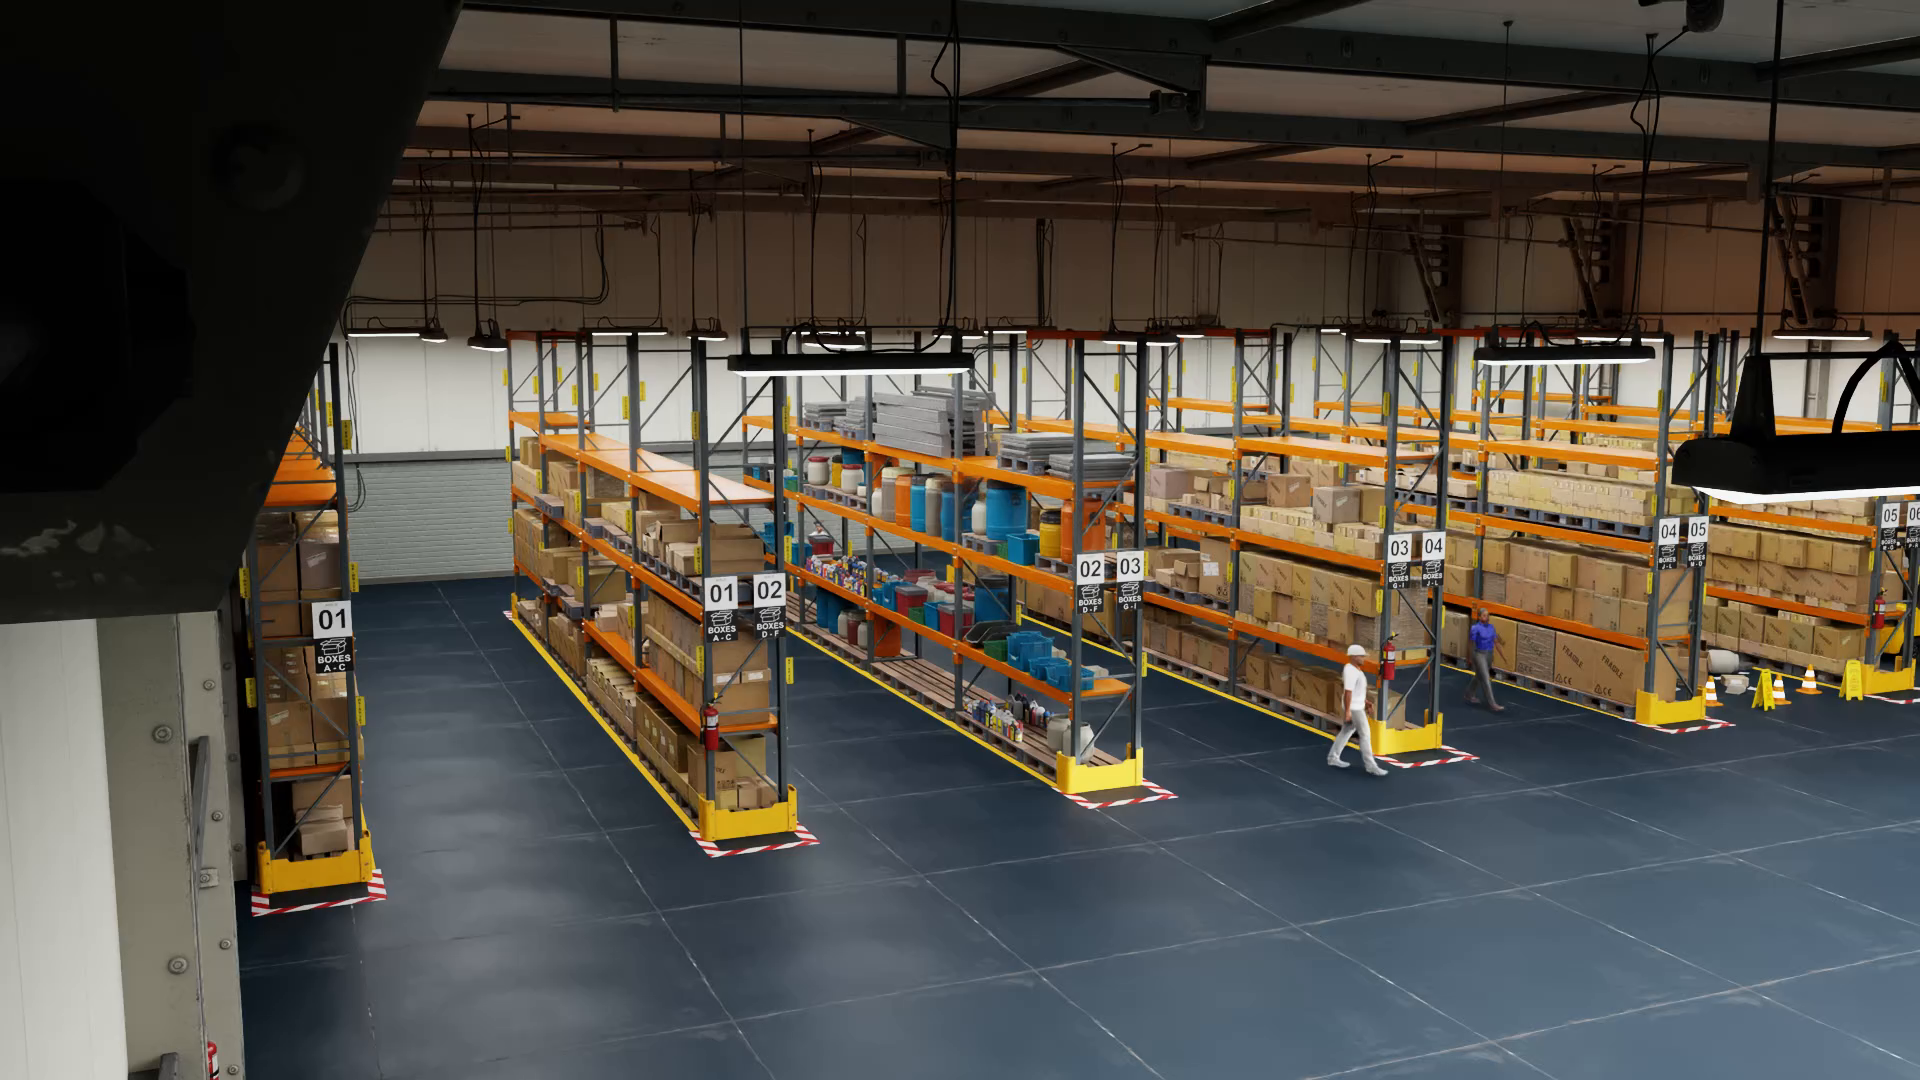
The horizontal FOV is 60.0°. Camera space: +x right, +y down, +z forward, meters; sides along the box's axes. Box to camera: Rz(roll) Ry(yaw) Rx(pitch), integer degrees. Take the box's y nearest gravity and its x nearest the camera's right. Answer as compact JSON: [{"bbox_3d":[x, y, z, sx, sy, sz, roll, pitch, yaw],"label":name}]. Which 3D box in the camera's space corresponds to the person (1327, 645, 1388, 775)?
[{"bbox_3d":[5.528,2.325,23.076,0.815,1.747,0.592,1,8,8],"label":"person"}]

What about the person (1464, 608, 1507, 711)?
[{"bbox_3d":[8.463,1.898,26.697,0.473,1.588,0.990,-4,9,-27],"label":"person"}]

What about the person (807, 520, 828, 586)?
[{"bbox_3d":[-3.218,0.342,37.985,0.507,1.620,1.049,-3,8,-23],"label":"person"}]
